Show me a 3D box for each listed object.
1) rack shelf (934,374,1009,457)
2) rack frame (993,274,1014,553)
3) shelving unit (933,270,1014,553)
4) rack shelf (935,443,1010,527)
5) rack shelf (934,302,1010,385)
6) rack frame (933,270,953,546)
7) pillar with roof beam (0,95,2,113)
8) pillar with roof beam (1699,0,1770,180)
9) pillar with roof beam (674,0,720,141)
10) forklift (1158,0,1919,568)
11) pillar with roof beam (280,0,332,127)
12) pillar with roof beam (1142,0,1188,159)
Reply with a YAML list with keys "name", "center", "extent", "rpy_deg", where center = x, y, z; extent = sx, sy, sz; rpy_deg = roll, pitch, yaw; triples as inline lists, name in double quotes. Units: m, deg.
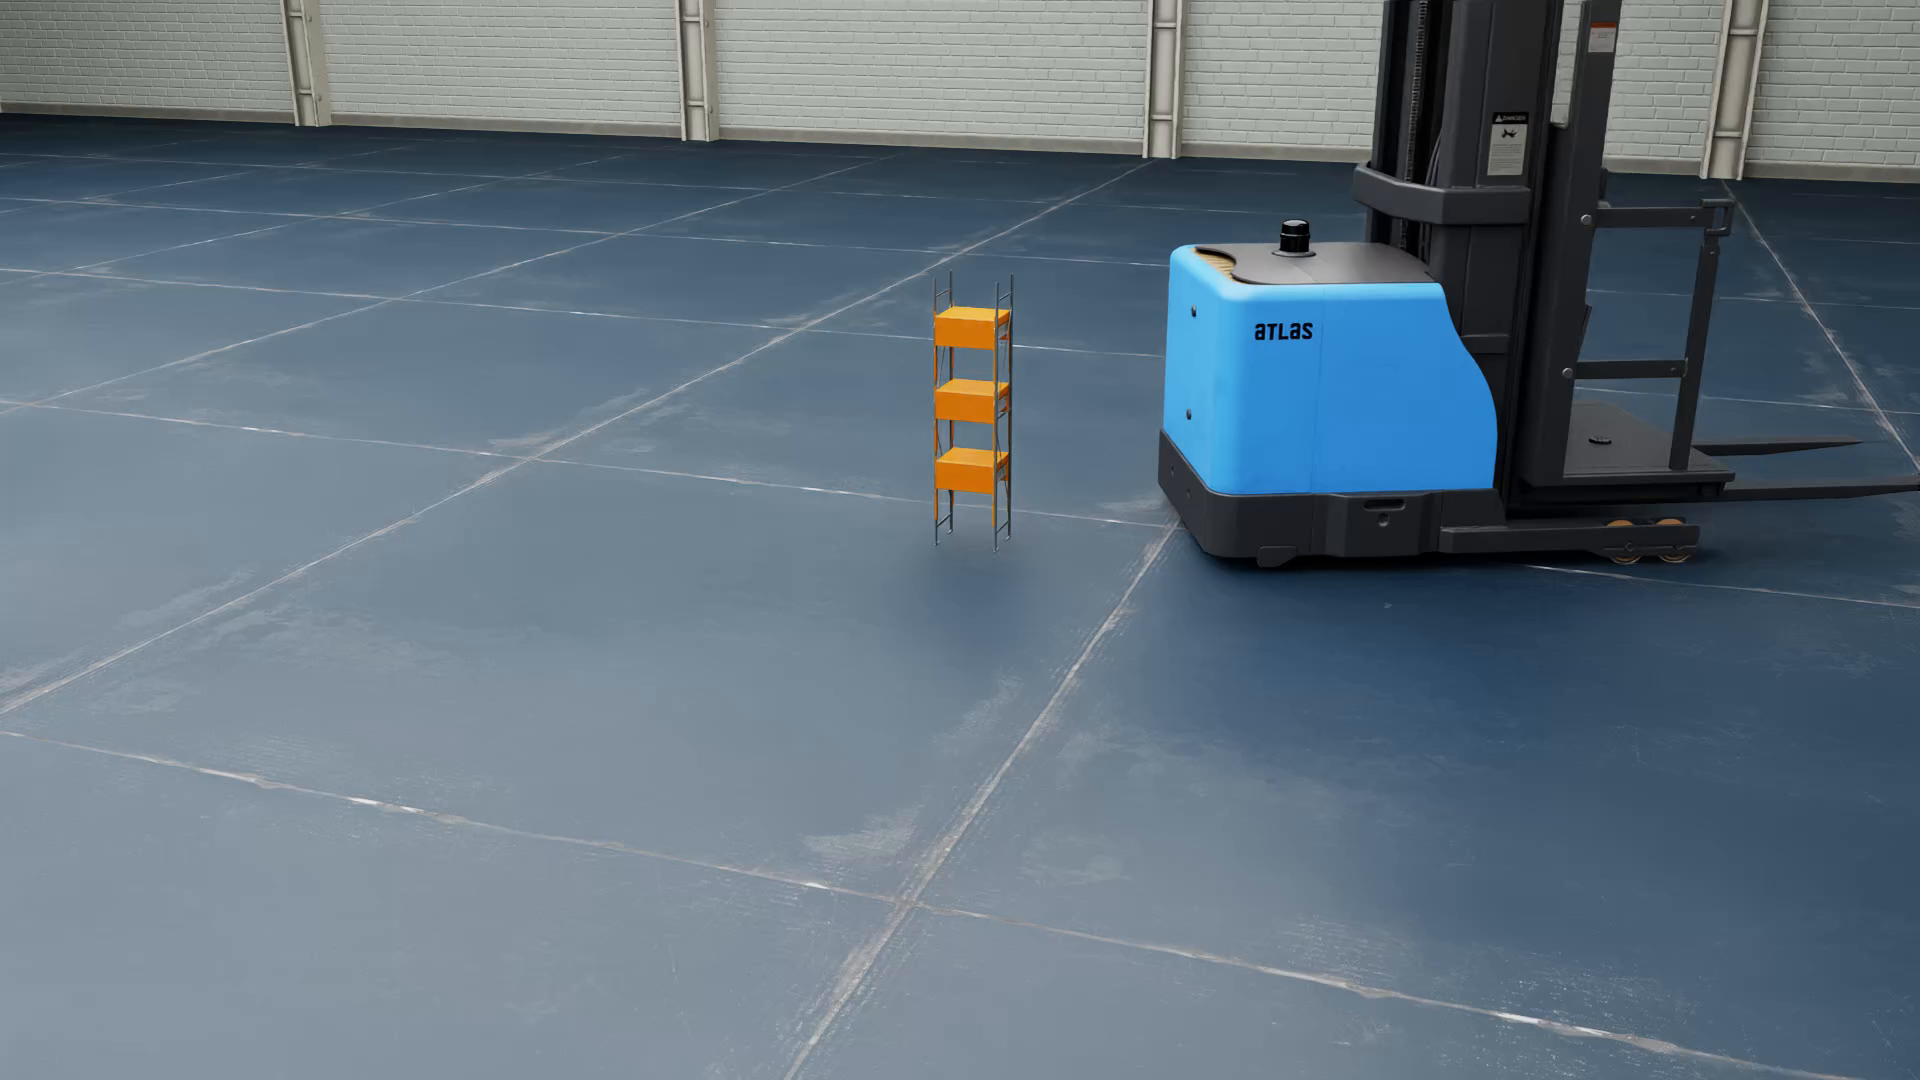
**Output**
- name: "rack shelf"
  center: [0.051, -0.480, 6.390]
  extent: [0.240, 0.259, 0.215]
  rpy_deg: [7, 20, 18]
- name: "rack frame"
  center: [0.166, -0.477, 6.349]
  extent: [0.008, 1.050, 0.200]
  rpy_deg: [7, 20, 18]
- name: "shelving unit"
  center: [0.051, -0.490, 6.387]
  extent: [0.252, 1.050, 0.215]
  rpy_deg: [7, 20, 18]
- name: "rack shelf"
  center: [0.051, -0.218, 6.482]
  extent: [0.240, 0.259, 0.215]
  rpy_deg: [7, 20, 18]
- name: "rack shelf"
  center: [0.051, -0.748, 6.297]
  extent: [0.240, 0.259, 0.215]
  rpy_deg: [7, 20, 18]
- name: "rack frame"
  center: [-0.065, -0.503, 6.425]
  extent: [0.008, 1.050, 0.200]
  rpy_deg: [7, 20, 18]
- name: "pillar with roof beam"
  center: [-16.059, -9.328, 19.666]
  extent: [0.400, 9.000, 9.100]
  rpy_deg: [7, 20, 18]
- name: "pillar with roof beam"
  center: [6.612, -6.736, 12.229]
  extent: [0.400, 9.000, 9.100]
  rpy_deg: [7, 20, 18]
- name: "pillar with roof beam"
  center: [-4.724, -8.032, 15.948]
  extent: [0.400, 9.000, 9.100]
  rpy_deg: [7, 20, 18]
- name: "forklift"
  center: [2.385, -1.462, 6.319]
  extent: [3.031, 2.935, 1.130]
  rpy_deg: [-2, 19, -5]
- name: "pillar with roof beam"
  center: [-10.391, -8.680, 17.807]
  extent: [0.400, 9.000, 9.100]
  rpy_deg: [7, 20, 18]
- name: "pillar with roof beam"
  center: [0.944, -7.384, 14.088]
  extent: [0.400, 9.000, 9.100]
  rpy_deg: [7, 20, 18]
